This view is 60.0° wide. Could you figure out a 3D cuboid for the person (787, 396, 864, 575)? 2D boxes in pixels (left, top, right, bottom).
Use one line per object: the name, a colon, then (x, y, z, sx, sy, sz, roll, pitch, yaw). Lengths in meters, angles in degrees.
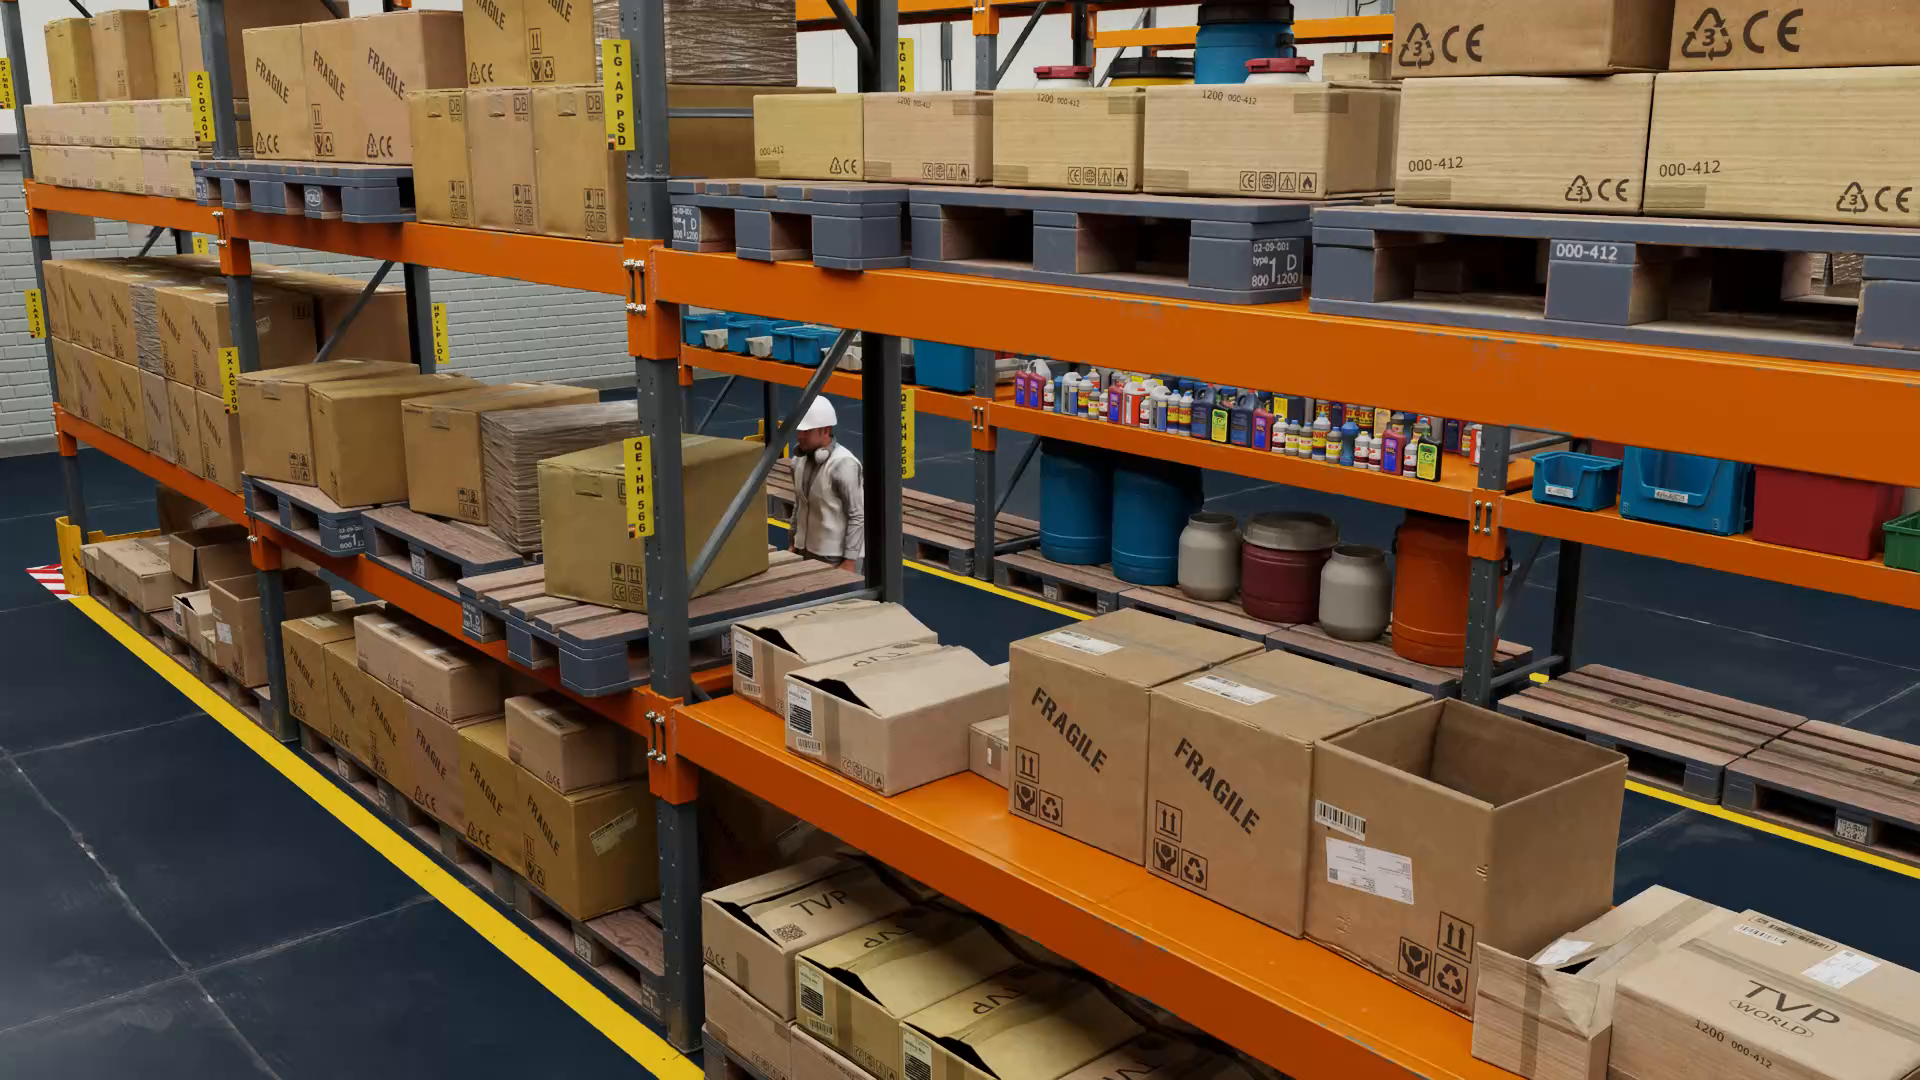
person: (-0.748, 0.078, 9.135, 0.463, 1.770, 0.578, -12, 18, -40)
